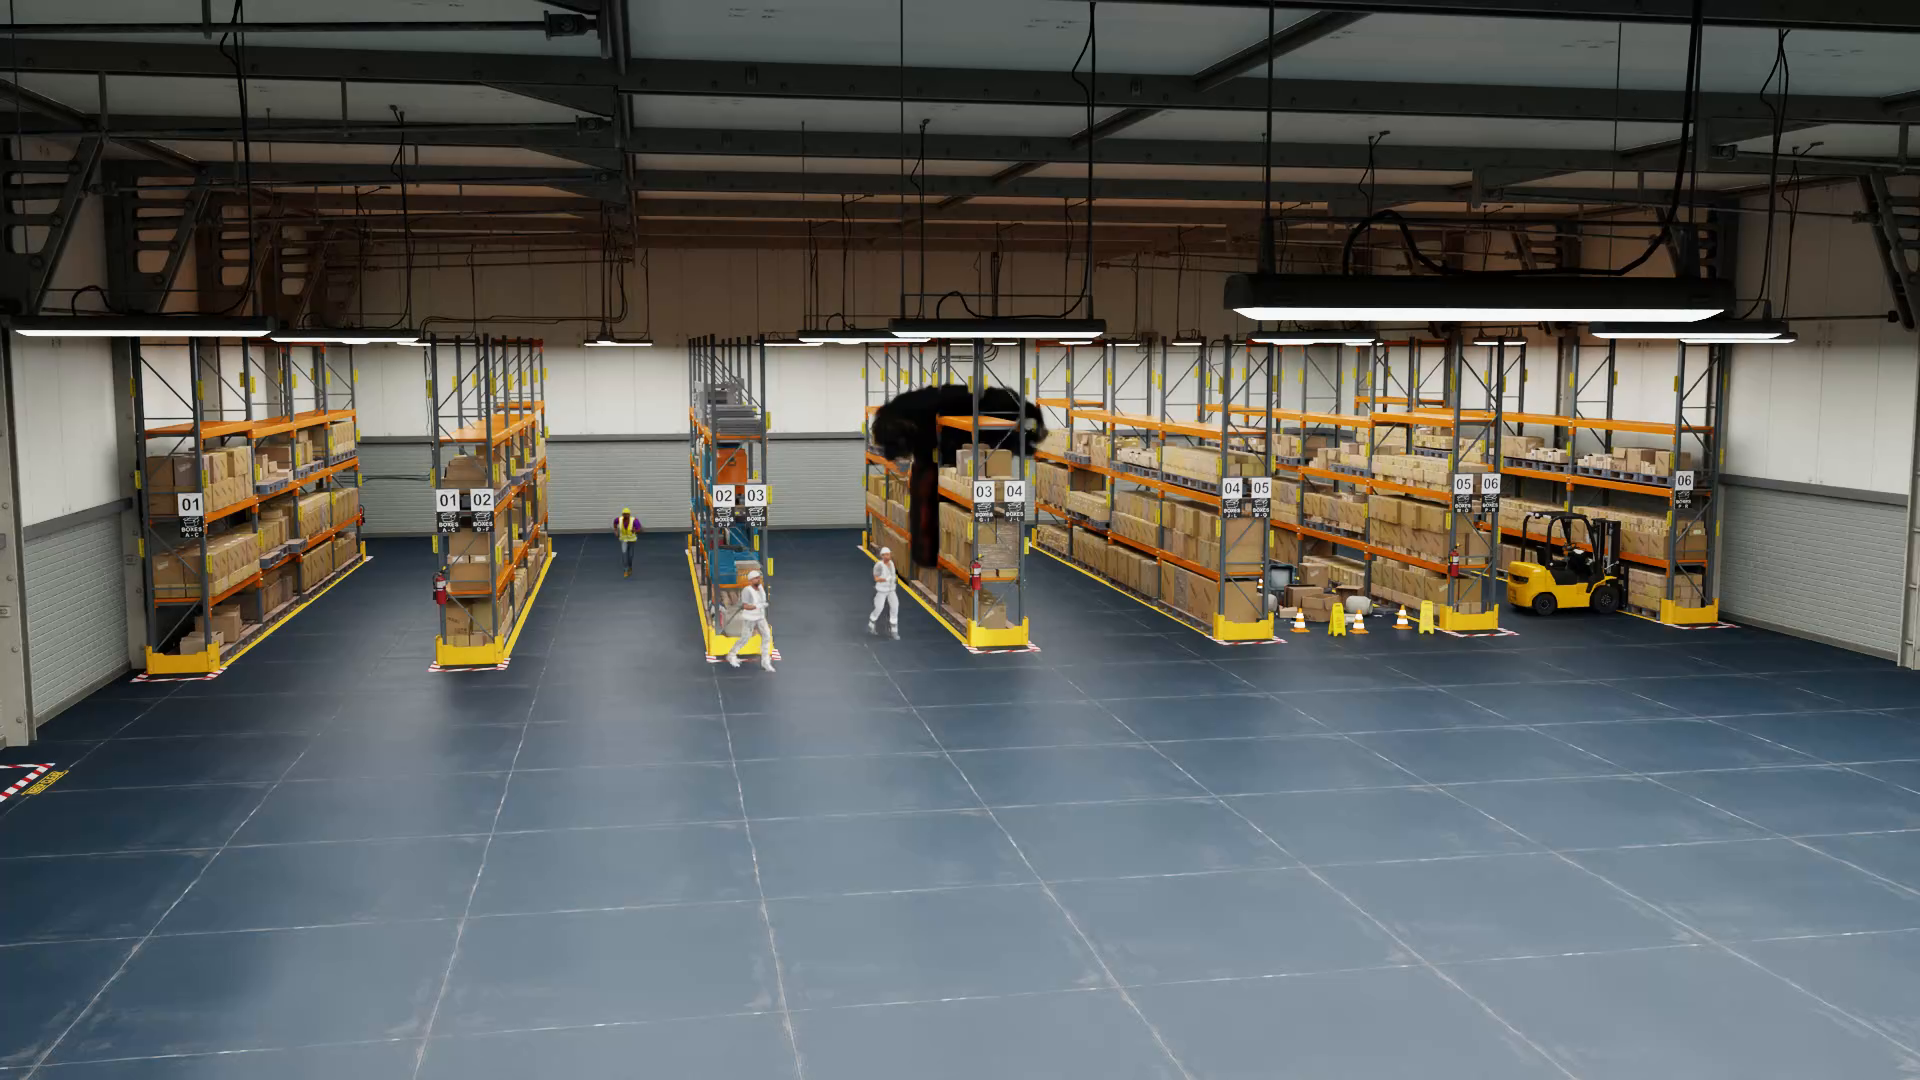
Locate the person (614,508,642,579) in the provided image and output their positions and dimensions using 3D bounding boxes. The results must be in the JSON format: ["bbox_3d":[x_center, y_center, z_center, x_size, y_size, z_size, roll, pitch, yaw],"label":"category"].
[{"bbox_3d":[-8.402,0.054,42.086,0.694,1.777,0.987,-1,7,-11],"label":"person"}]

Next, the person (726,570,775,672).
[{"bbox_3d":[-3.726,1.440,29.707,0.931,1.828,0.696,4,8,33],"label":"person"}]

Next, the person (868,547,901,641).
[{"bbox_3d":[-1.498,1.043,32.942,0.652,1.825,0.904,-5,8,-39],"label":"person"}]
